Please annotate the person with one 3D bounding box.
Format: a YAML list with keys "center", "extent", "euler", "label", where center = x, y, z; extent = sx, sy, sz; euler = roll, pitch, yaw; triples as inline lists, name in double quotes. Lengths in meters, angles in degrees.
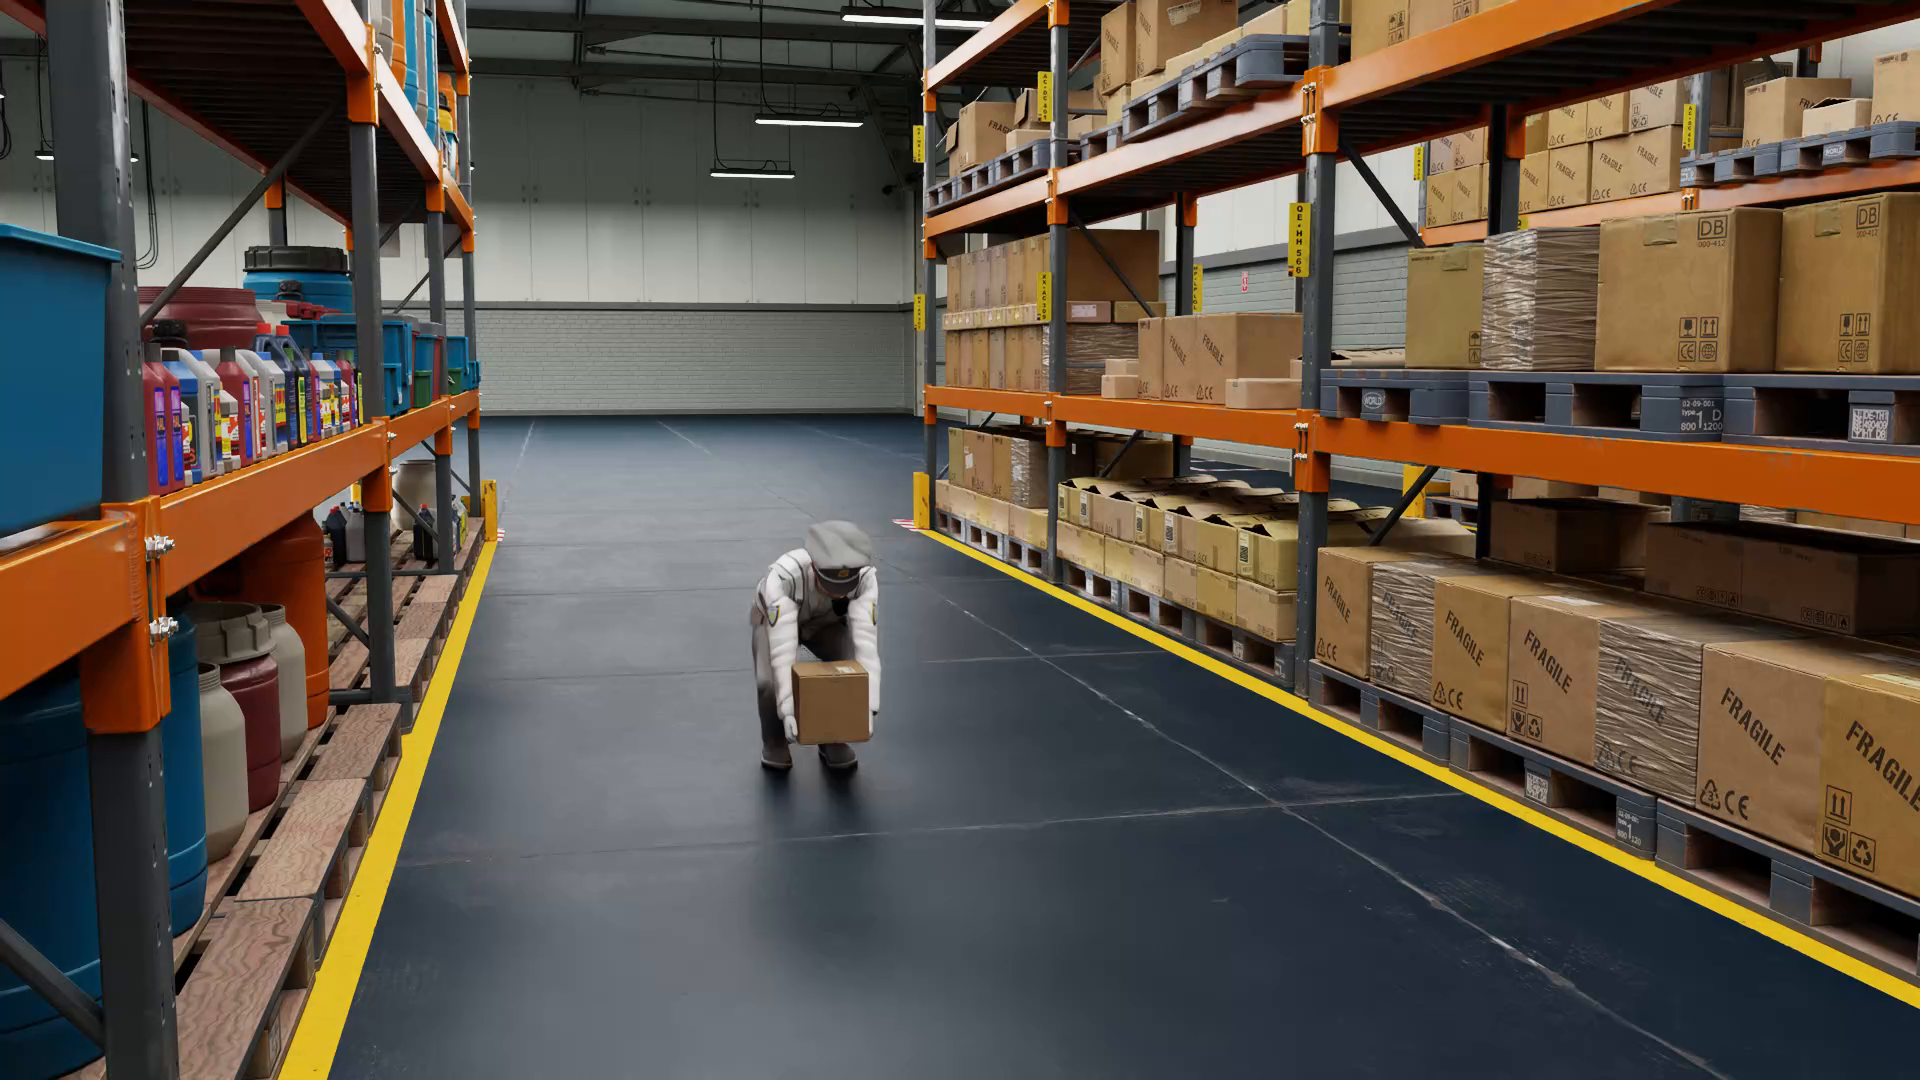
- center: [-0.552, 0.392, 6.289]
  extent: [0.457, 0.980, 0.868]
  euler: [-2, 6, -15]
  label: "person"
